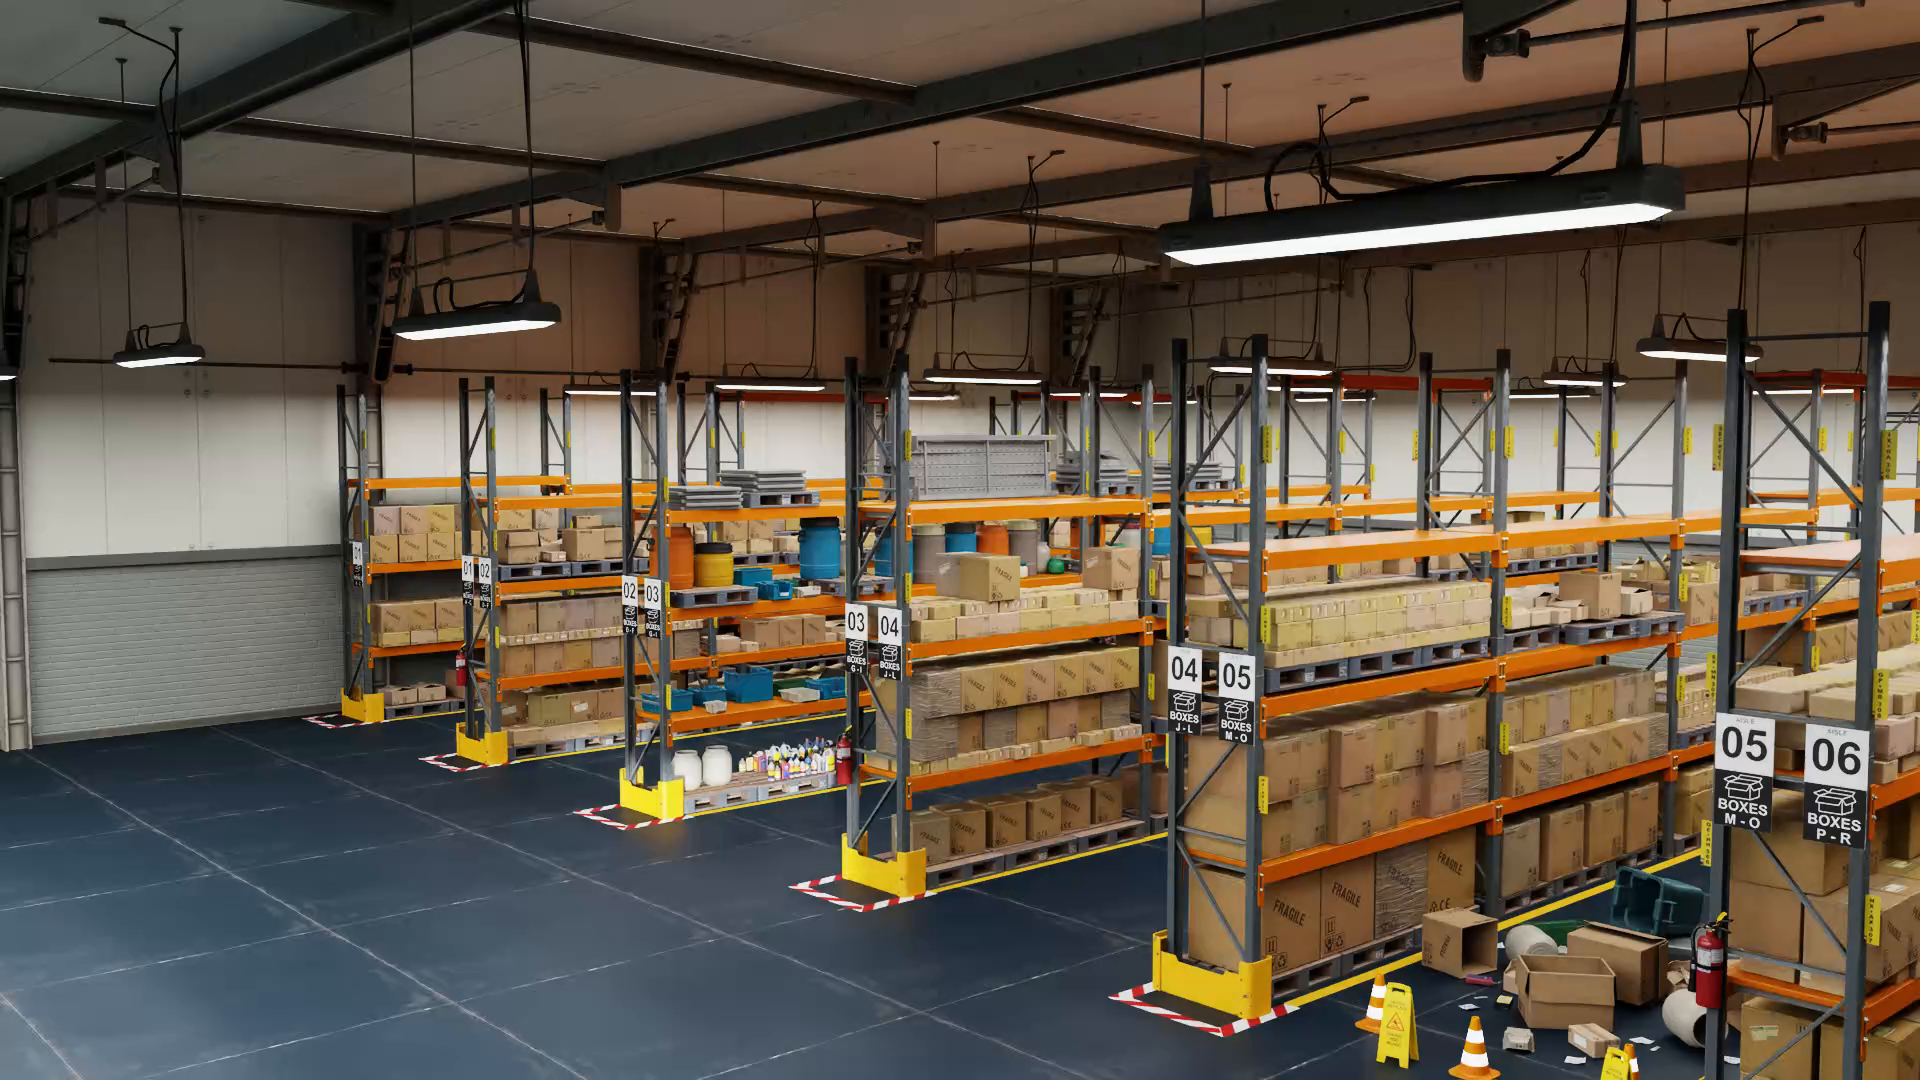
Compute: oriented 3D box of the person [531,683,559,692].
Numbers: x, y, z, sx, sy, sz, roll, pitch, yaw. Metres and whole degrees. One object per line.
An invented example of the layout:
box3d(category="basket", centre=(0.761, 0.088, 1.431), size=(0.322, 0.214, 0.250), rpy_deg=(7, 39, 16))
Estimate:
box3d(category="person", centre=(-7.188, 2.406, 29.021), size=(0.624, 1.780, 0.752), rpy_deg=(3, 5, 36))
